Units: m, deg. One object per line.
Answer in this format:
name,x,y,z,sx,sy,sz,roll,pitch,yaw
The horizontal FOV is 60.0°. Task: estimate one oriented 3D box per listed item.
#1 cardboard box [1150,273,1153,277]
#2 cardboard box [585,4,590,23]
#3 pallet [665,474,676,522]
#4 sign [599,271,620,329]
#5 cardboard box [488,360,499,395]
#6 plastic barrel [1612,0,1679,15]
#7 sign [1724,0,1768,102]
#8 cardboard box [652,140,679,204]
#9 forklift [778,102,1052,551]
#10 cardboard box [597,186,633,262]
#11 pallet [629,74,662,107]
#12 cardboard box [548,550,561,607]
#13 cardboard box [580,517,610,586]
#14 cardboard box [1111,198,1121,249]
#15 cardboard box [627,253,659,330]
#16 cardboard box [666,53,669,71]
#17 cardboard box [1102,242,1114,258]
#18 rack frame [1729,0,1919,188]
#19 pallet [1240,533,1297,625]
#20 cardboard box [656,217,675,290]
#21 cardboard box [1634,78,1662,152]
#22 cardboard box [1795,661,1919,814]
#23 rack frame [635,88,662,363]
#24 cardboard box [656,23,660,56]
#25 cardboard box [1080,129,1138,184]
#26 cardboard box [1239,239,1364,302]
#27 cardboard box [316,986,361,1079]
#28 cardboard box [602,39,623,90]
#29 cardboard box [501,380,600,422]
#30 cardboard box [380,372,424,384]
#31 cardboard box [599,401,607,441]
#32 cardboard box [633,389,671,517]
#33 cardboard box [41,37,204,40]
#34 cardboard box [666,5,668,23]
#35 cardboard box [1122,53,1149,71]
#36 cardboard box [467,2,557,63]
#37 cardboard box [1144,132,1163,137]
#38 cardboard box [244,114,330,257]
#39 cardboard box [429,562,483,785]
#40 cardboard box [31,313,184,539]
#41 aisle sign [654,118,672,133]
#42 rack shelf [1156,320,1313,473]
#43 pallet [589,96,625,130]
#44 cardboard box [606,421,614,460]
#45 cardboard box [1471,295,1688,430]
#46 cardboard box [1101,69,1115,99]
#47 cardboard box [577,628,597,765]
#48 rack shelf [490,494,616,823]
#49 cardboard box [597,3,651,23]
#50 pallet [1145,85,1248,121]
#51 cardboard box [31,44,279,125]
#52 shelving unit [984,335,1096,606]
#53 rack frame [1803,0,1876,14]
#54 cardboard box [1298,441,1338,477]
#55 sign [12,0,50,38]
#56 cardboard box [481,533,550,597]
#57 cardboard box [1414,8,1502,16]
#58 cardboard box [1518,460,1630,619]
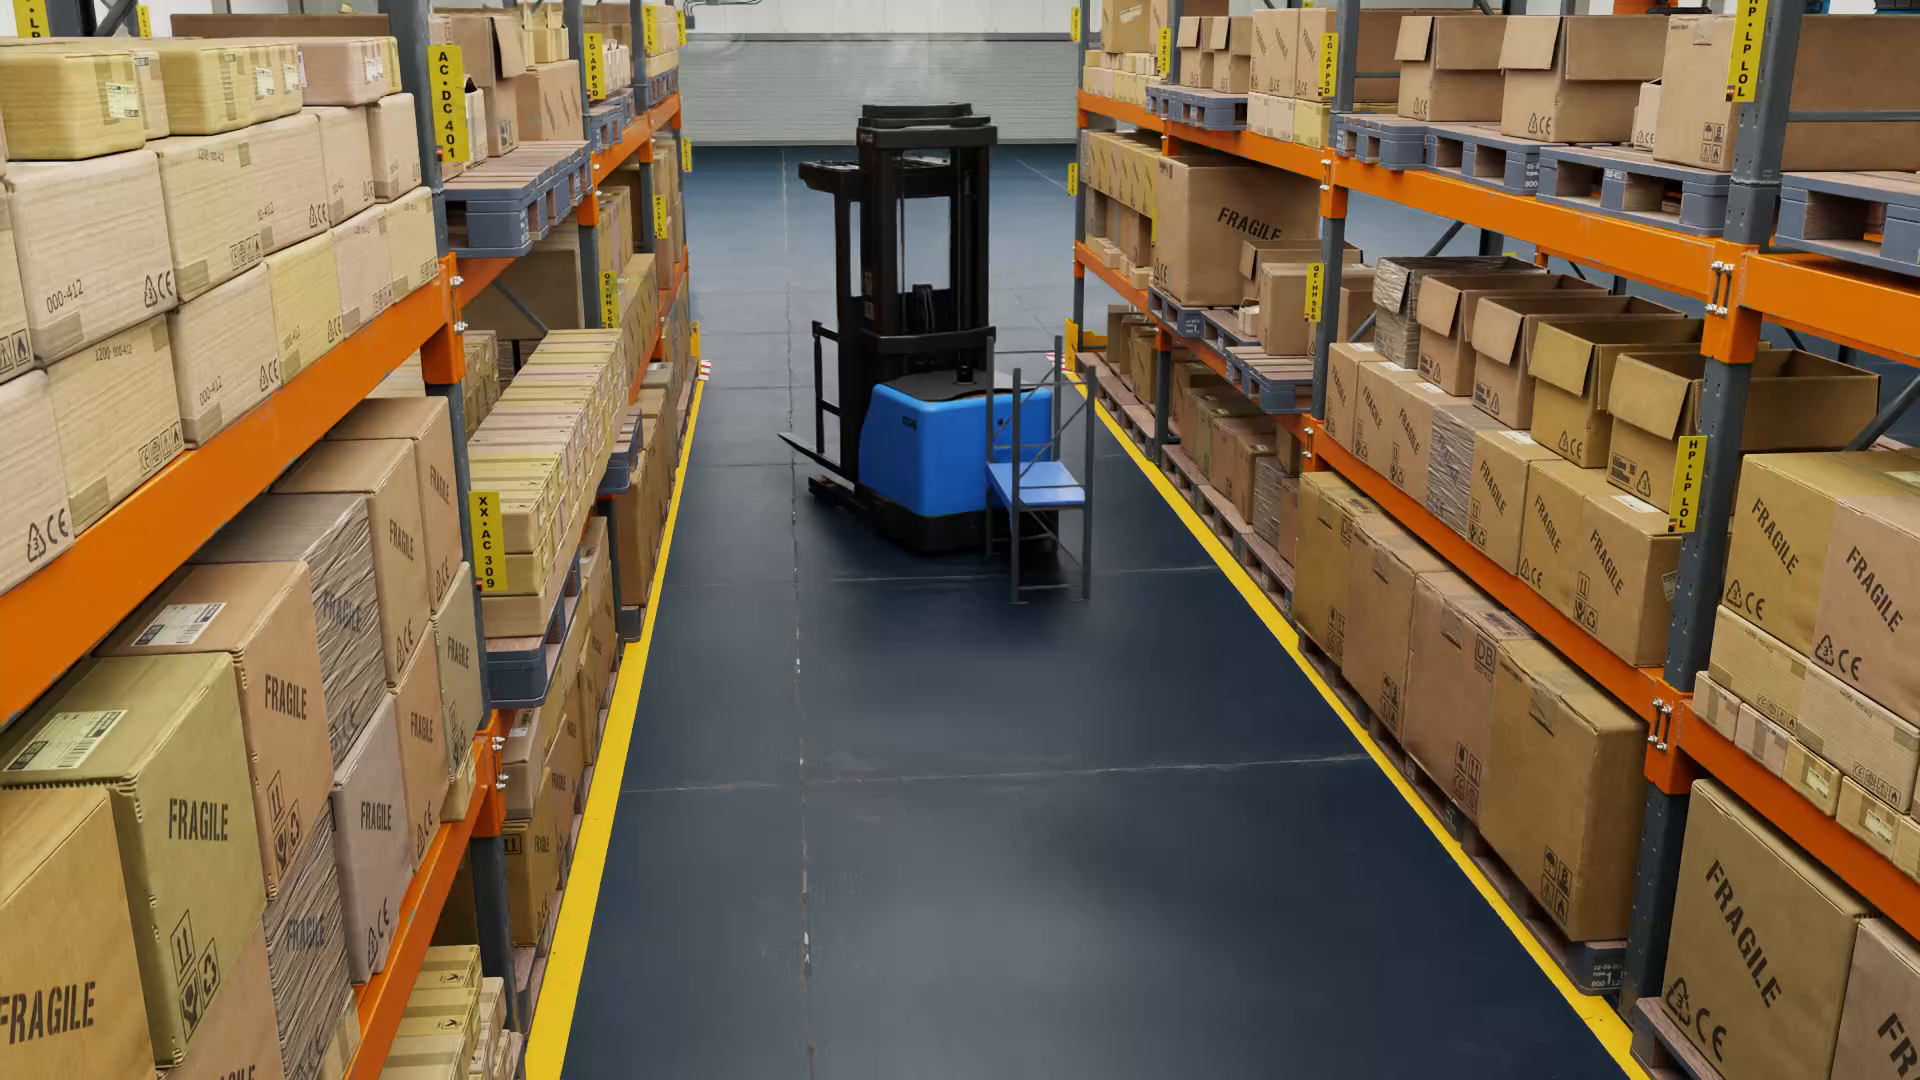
cardboard box,1.801,-2.156,13.956,0.380,0.149,0.250,-2,18,-6
cardboard box,-3.384,-4.514,14.259,0.380,0.149,0.250,-2,17,-5
pallet,-2.692,-0.389,12.562,1.003,0.211,1.213,-2,18,-6
sign,-1.895,-1.289,8.974,0.100,0.325,0.005,-2,18,-6
cardboard box,-2.583,-0.827,8.525,0.380,0.149,0.250,-1,17,-3
plastic barrel,6.788,-5.110,16.520,0.600,0.830,0.708,-2,18,-6
sign,2.384,-1.494,5.033,0.100,0.325,0.005,-2,18,-6
cardboard box,-3.110,-3.452,15.613,0.875,0.550,0.550,-2,18,-6
forklift,-0.491,-1.715,12.246,1.130,2.935,3.031,-9,20,-27
cardboard box,-2.789,-2.324,12.234,0.700,0.500,0.500,-2,18,-7
pallet,-2.920,-3.579,13.211,1.003,0.211,1.213,-2,18,-6
cardboard box,-1.638,0.142,5.934,0.380,0.149,0.250,-2,17,-5
cardboard box,-2.102,0.075,8.650,0.500,0.250,0.500,-2,18,-7
cardboard box,1.894,-2.991,15.532,0.875,0.500,0.500,-2,18,-6
cardboard box,-2.526,-1.847,12.386,0.500,0.500,0.500,-2,18,-6
cardboard box,-2.730,-4.155,14.446,0.380,0.149,0.250,-2,17,-5
cardboard box,1.560,-2.751,15.850,0.380,0.149,0.250,-2,18,-6
rack frame,2.923,-2.548,4.771,1.000,3.000,0.127,-2,18,-6
pallet,2.431,0.220,10.625,1.003,0.211,1.213,-2,18,-6
cardboard box,-2.914,-2.455,14.240,0.875,0.550,0.550,-2,18,-6
cardboard box,2.899,-1.605,6.221,0.500,0.311,0.500,-2,18,-8
cardboard box,2.757,0.540,4.704,0.500,0.250,0.500,-2,18,-6
rack frame,-2.846,-1.947,12.870,1.000,3.000,0.127,-2,18,-6
cardboard box,-2.672,-4.001,13.291,0.500,0.250,0.500,-2,18,-6
cardboard box,1.471,-3.756,16.300,0.500,0.500,0.500,-2,18,-6
cardboard box,2.369,-1.806,11.547,0.797,0.503,0.637,0,17,0
cardboard box,-1.526,1.098,3.591,0.380,0.149,0.250,-1,17,-5
cardboard box,-2.446,-3.068,10.714,0.500,0.311,0.500,-2,18,-8
cardboard box,-1.796,-0.602,7.312,0.380,0.149,0.250,-1,17,-3
cardboard box,-2.471,-0.663,7.506,0.380,0.149,0.250,-1,17,-3
cardboard box,-1.822,-0.538,7.603,0.380,0.149,0.250,-2,18,-6
cardboard box,-2.597,-0.604,11.648,1.050,0.750,0.750,-2,18,-6
cardboard box,-2.232,-1.257,4.416,0.380,0.149,0.250,-2,18,-7
cardboard box,-2.756,-4.609,14.564,0.380,0.149,0.250,-2,18,-6
cardboard box,1.656,-4.261,14.817,0.380,0.149,0.250,-2,18,-6
cardboard box,-2.066,-2.334,7.651,0.396,0.266,0.258,-2,18,-6
cardboard box,2.045,-3.623,15.877,0.500,0.500,0.500,-2,18,-6
cardboard box,-1.620,-0.721,3.374,0.500,0.250,0.500,-1,17,-3
cardboard box,-1.690,0.383,4.787,0.500,0.500,0.500,-2,18,-6
cardboard box,-1.516,-0.183,2.494,0.500,0.250,0.500,-2,18,-7
aisle sign,-2.968,-4.409,16.373,0.394,0.787,0.004,-2,18,-6
rack shelf,2.304,-1.131,11.472,1.077,0.370,4.000,-2,18,-6
pallet,-2.671,-2.619,10.319,1.003,0.211,1.213,-1,17,-3
cardboard box,-1.853,-0.478,7.909,0.380,0.149,0.250,-2,18,-6
cardboard box,2.710,-0.792,7.351,0.797,0.503,0.637,-1,17,-4
cardboard box,1.584,-4.168,15.189,0.500,0.250,0.500,-2,18,-6
cardboard box,-1.985,0.737,7.793,0.500,0.500,0.500,-3,18,-8
rack shelf,-2.227,0.184,7.283,1.077,0.370,4.000,-2,18,-6
cardboard box,-2.545,-4.005,12.639,0.380,0.149,0.250,-2,18,-5
pallet,2.056,-3.224,12.244,1.213,0.211,1.003,-2,18,-6
cardboard box,-1.558,-0.882,3.221,0.380,0.149,0.250,-2,18,-6
shelving unit,0.498,-0.472,10.677,0.538,1.500,1.048,-2,18,-8
rack frame,7.024,-5.085,12.851,1.000,3.000,0.127,-2,18,-6
cardboard box,2.411,-0.452,10.295,0.500,0.250,0.500,-1,17,-3
sign,-2.573,-1.411,4.634,0.100,0.325,0.005,-2,18,-6
cardboard box,-1.604,0.083,5.627,0.380,0.149,0.250,-1,17,-5
cardboard box,2.718,-2.743,9.398,0.500,0.500,0.500,-2,18,-5
cardboard box,2.559,-0.012,6.542,0.500,0.500,0.500,-1,17,-4
